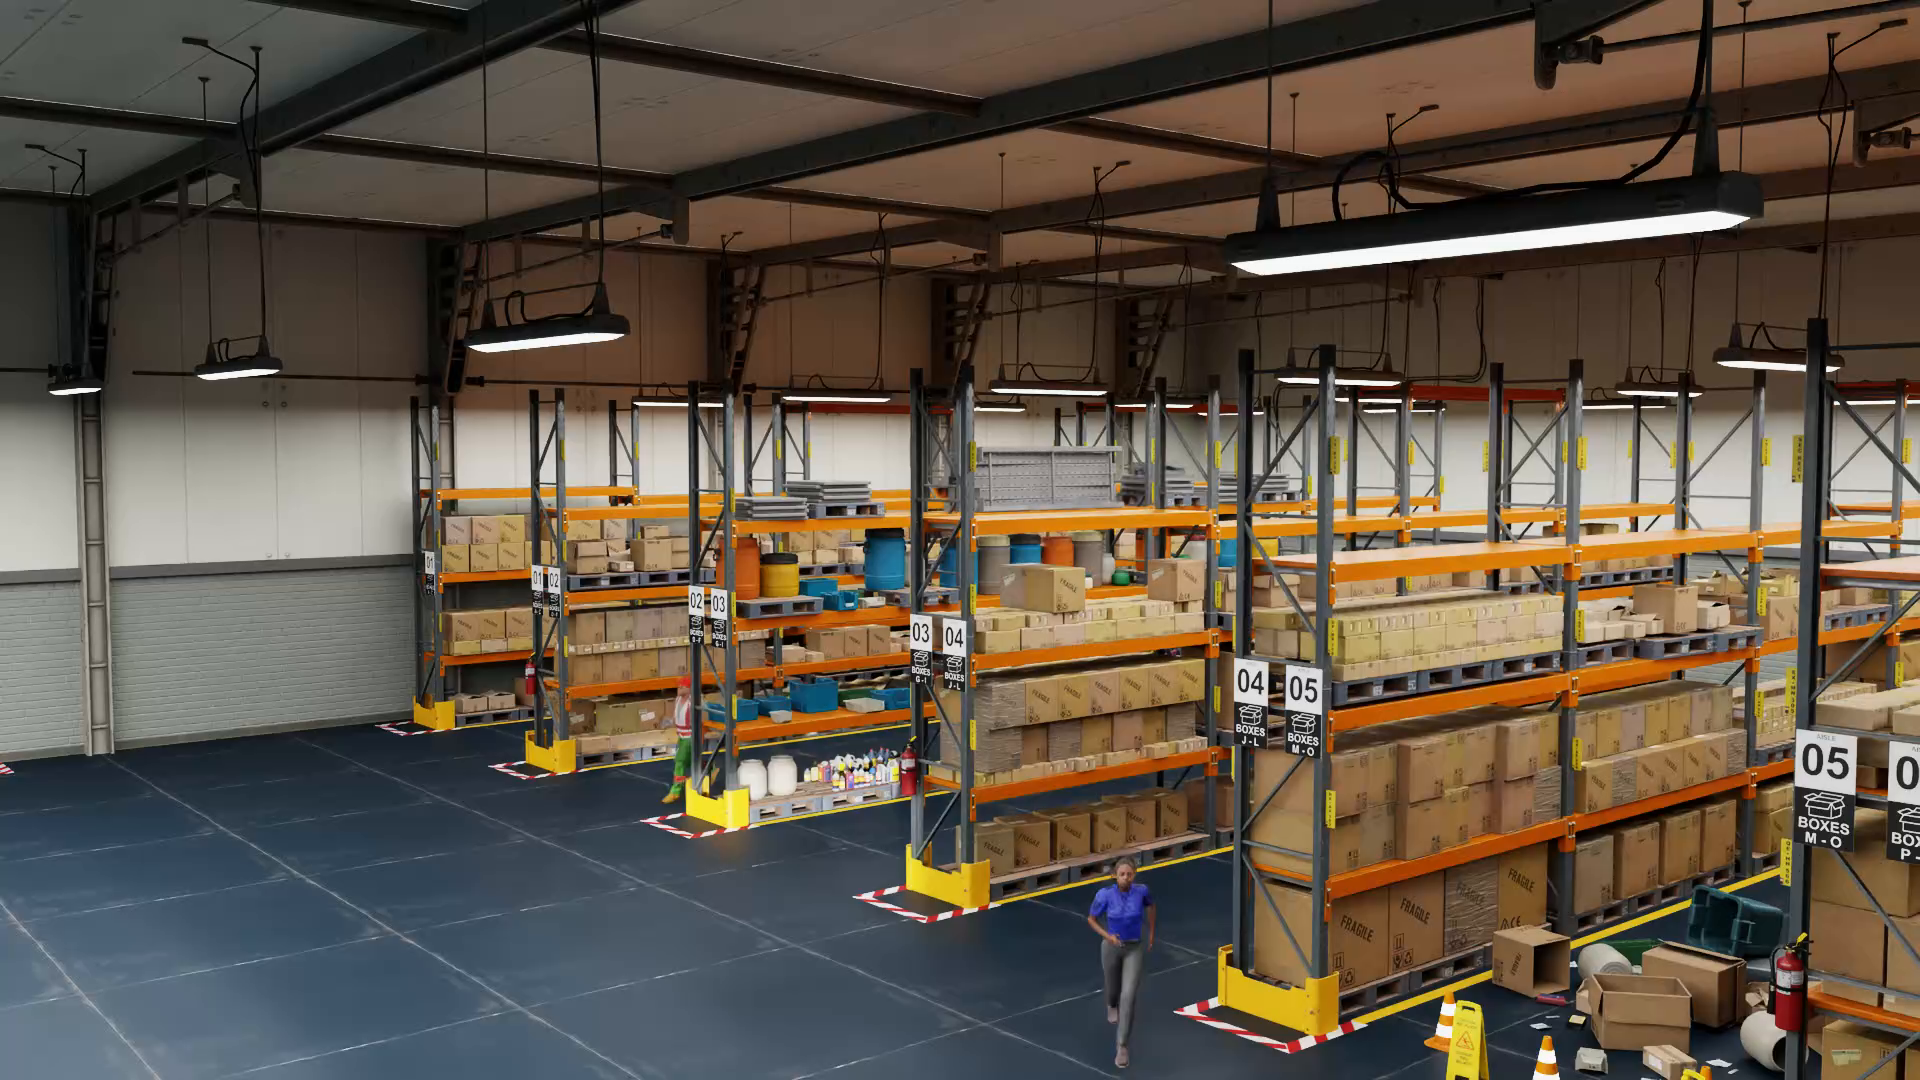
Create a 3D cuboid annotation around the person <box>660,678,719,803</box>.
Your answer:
[{"bbox_3d":[-3.898,2.867,24.096,1.015,1.775,0.666,-3,5,-43],"label":"person"}]

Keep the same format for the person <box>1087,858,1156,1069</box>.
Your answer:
[{"bbox_3d":[1.380,3.515,14.159,0.600,1.647,0.978,0,3,0],"label":"person"}]
